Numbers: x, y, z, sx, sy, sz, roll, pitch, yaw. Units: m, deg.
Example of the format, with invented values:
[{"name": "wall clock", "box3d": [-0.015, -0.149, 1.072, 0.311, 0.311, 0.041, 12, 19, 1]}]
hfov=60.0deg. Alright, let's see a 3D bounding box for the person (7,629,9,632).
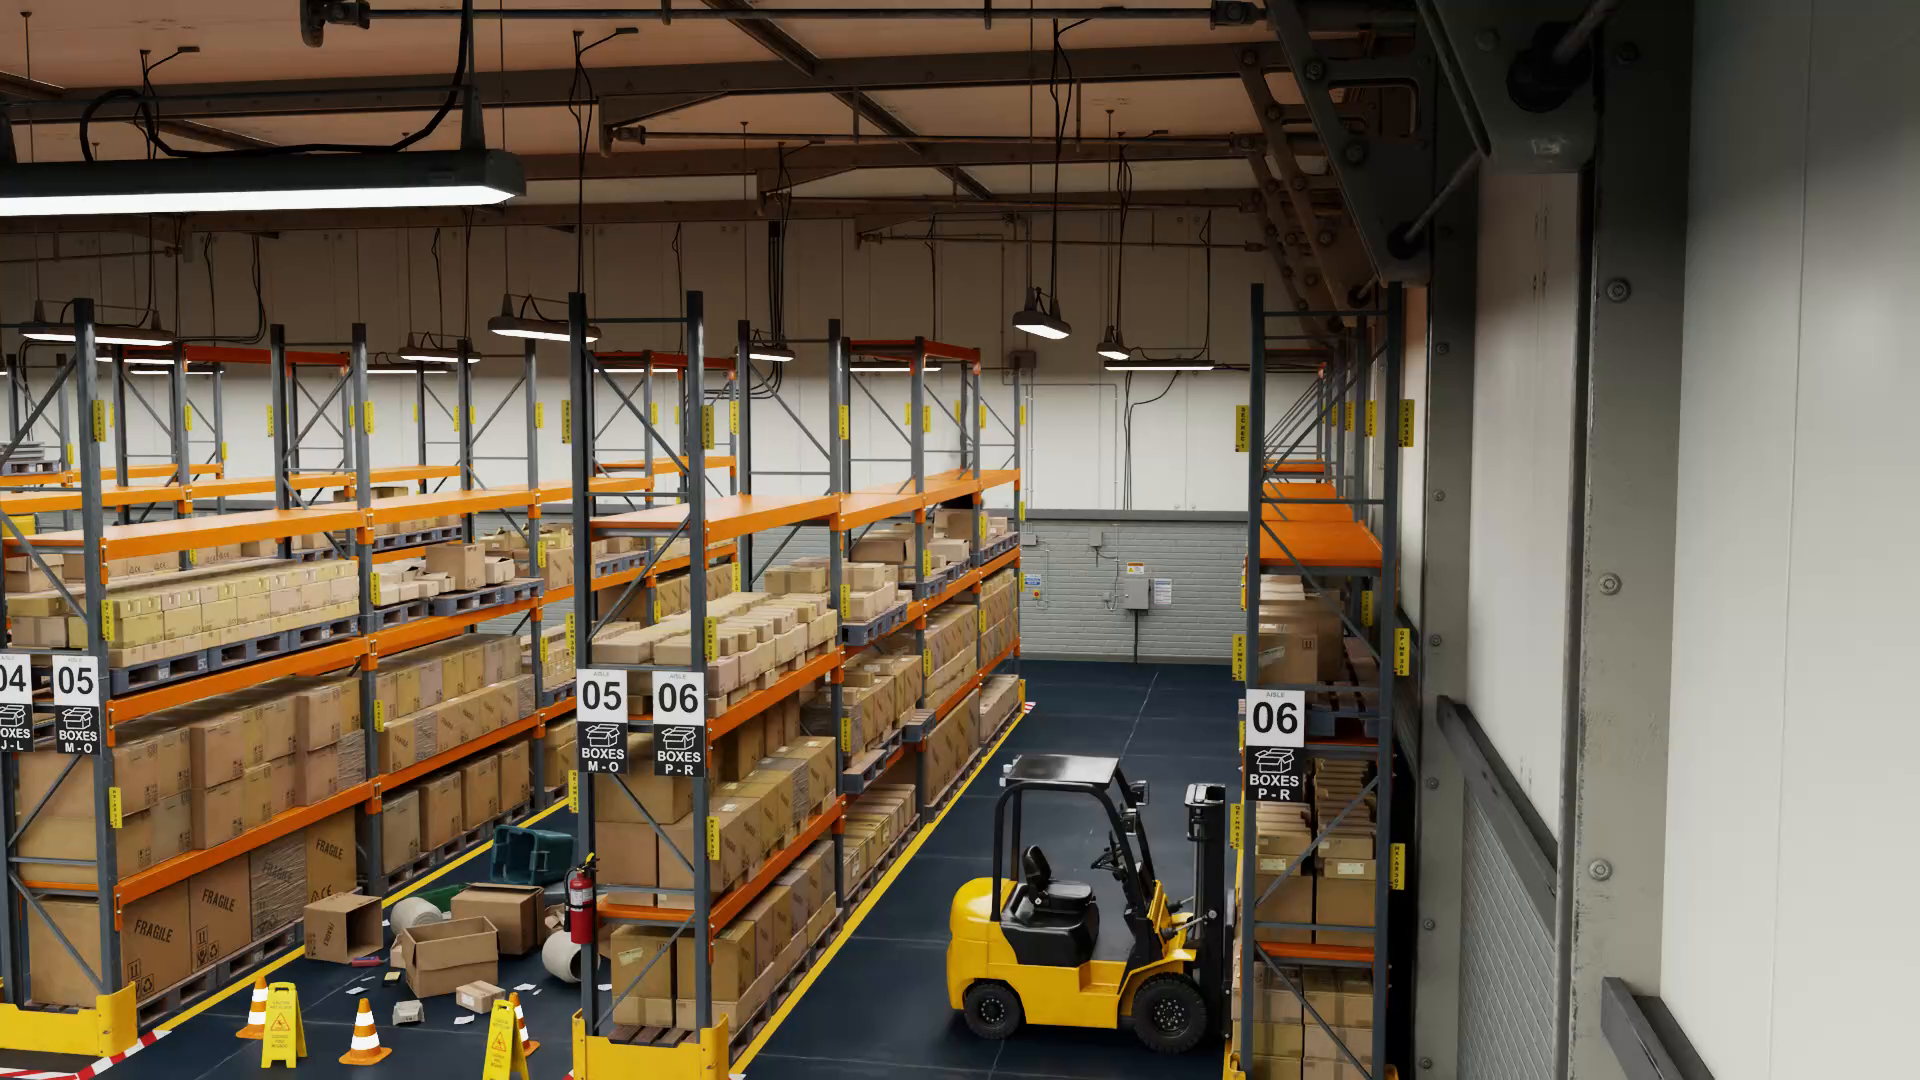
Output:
[{"name": "person", "box3d": [-17.401, 1.821, 30.743, 0.655, 1.790, 0.675, 0, 5, -1]}]
